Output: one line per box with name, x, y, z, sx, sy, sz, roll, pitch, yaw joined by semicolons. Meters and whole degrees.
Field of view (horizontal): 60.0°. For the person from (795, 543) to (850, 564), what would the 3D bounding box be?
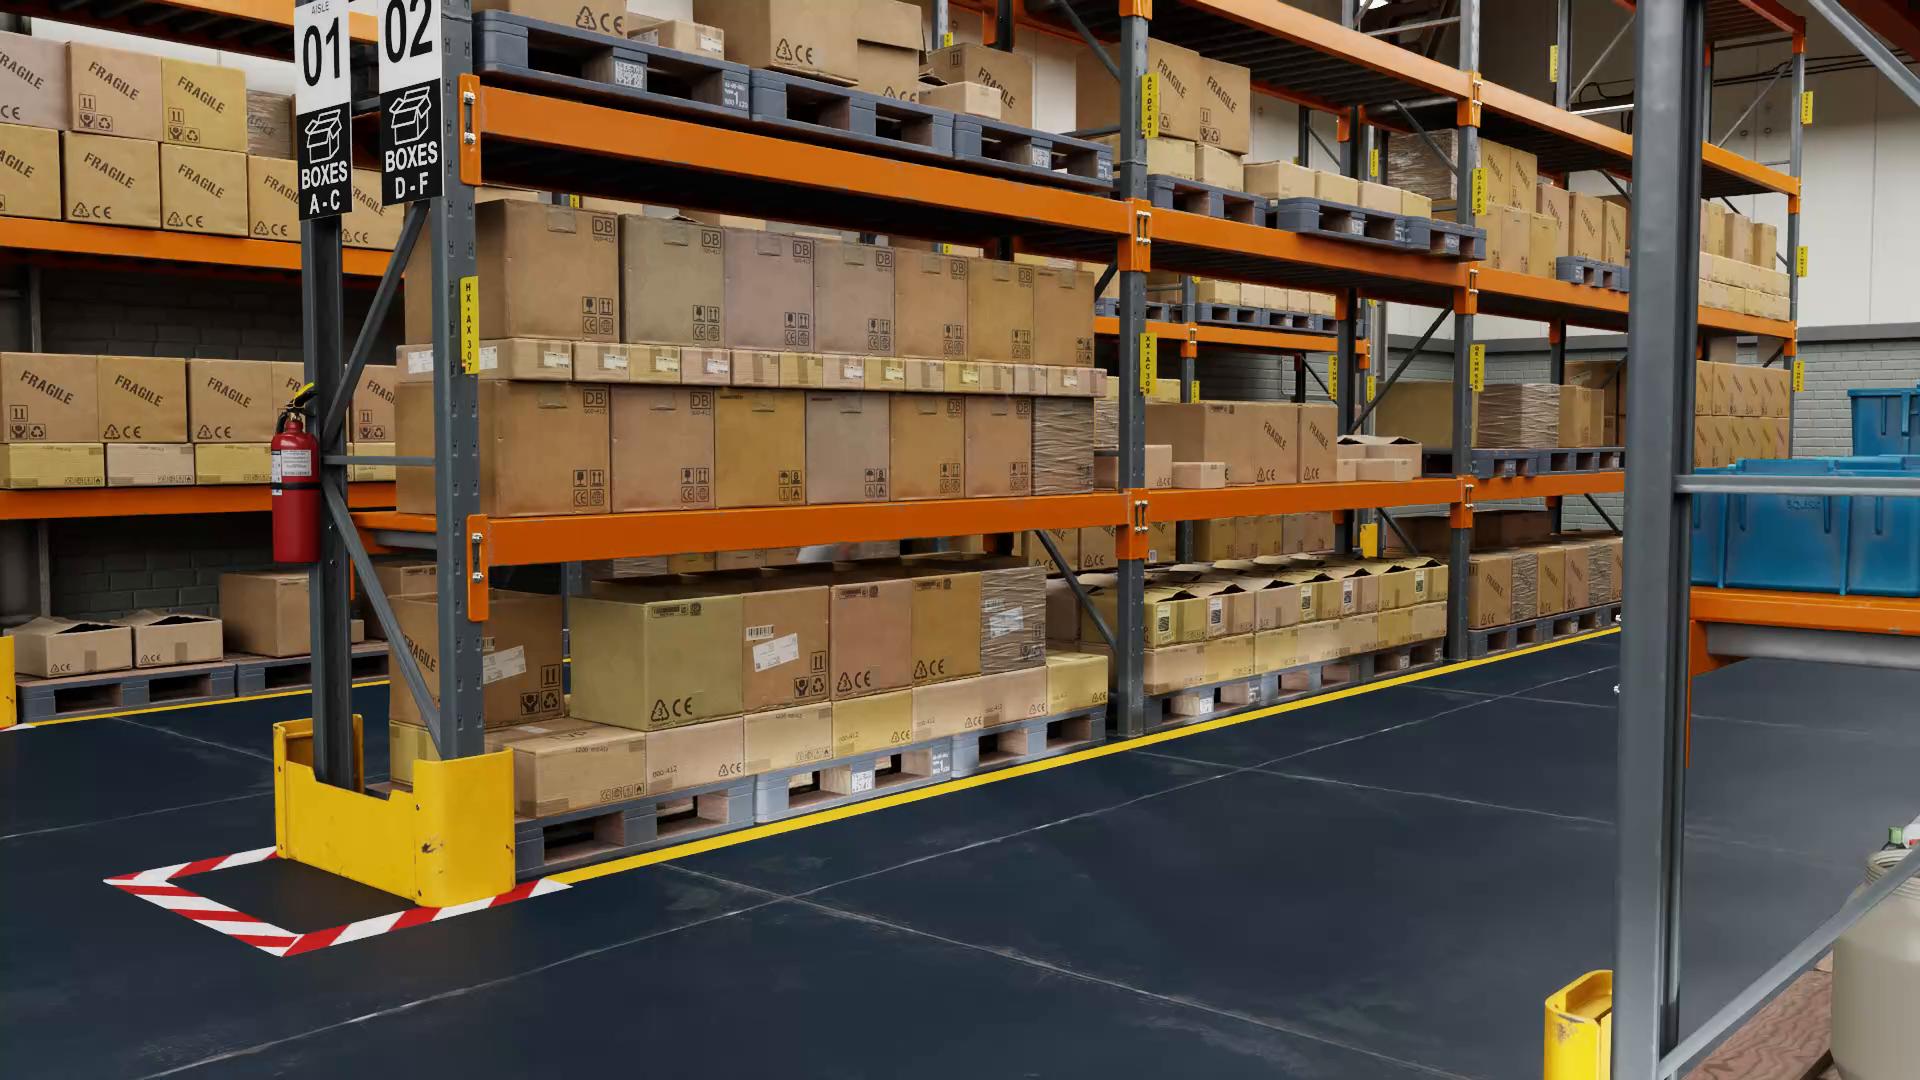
person;-1.079;-0.062;12.559;0.474;1.802;0.589;-2;4;-24
